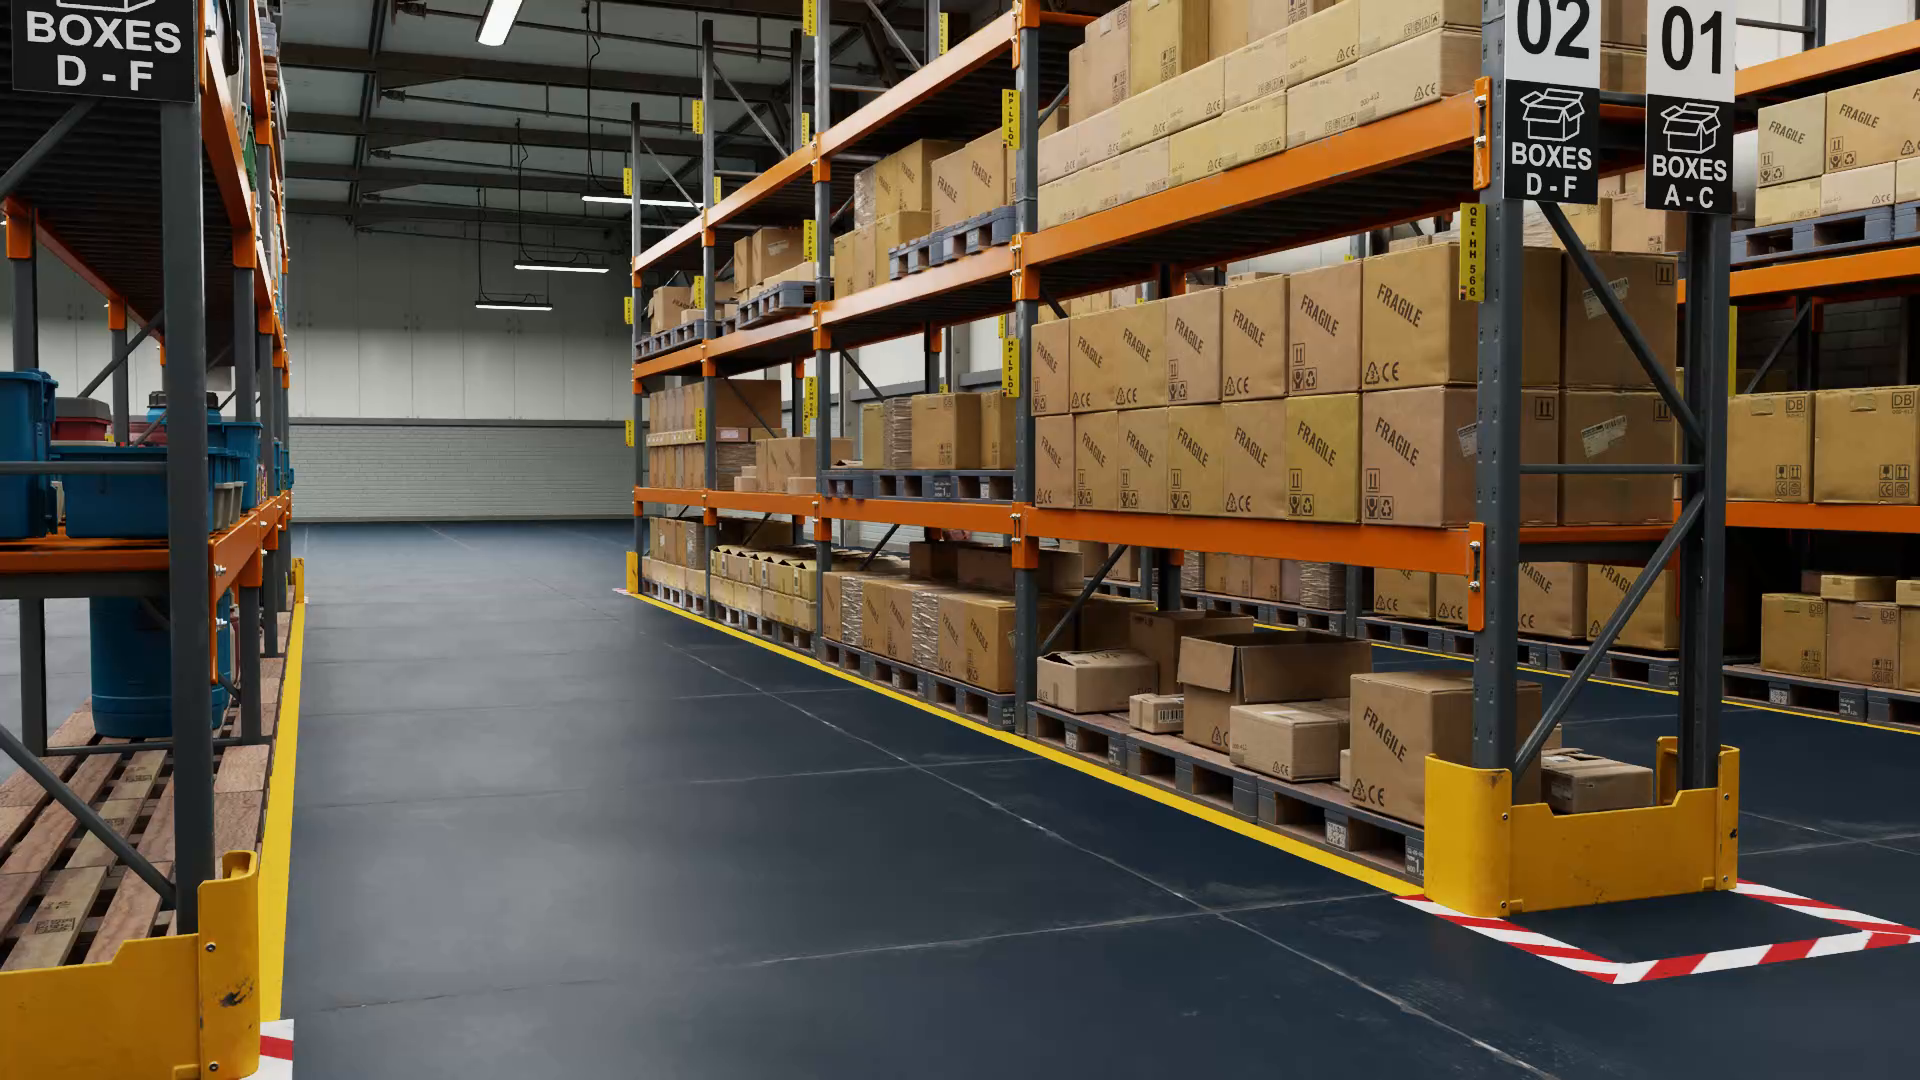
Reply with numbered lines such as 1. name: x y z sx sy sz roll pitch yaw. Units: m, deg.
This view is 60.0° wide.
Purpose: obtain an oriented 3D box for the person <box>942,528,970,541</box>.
1. person: -0.005 -0.091 18.295 0.407 1.673 0.515 -1 3 -24
